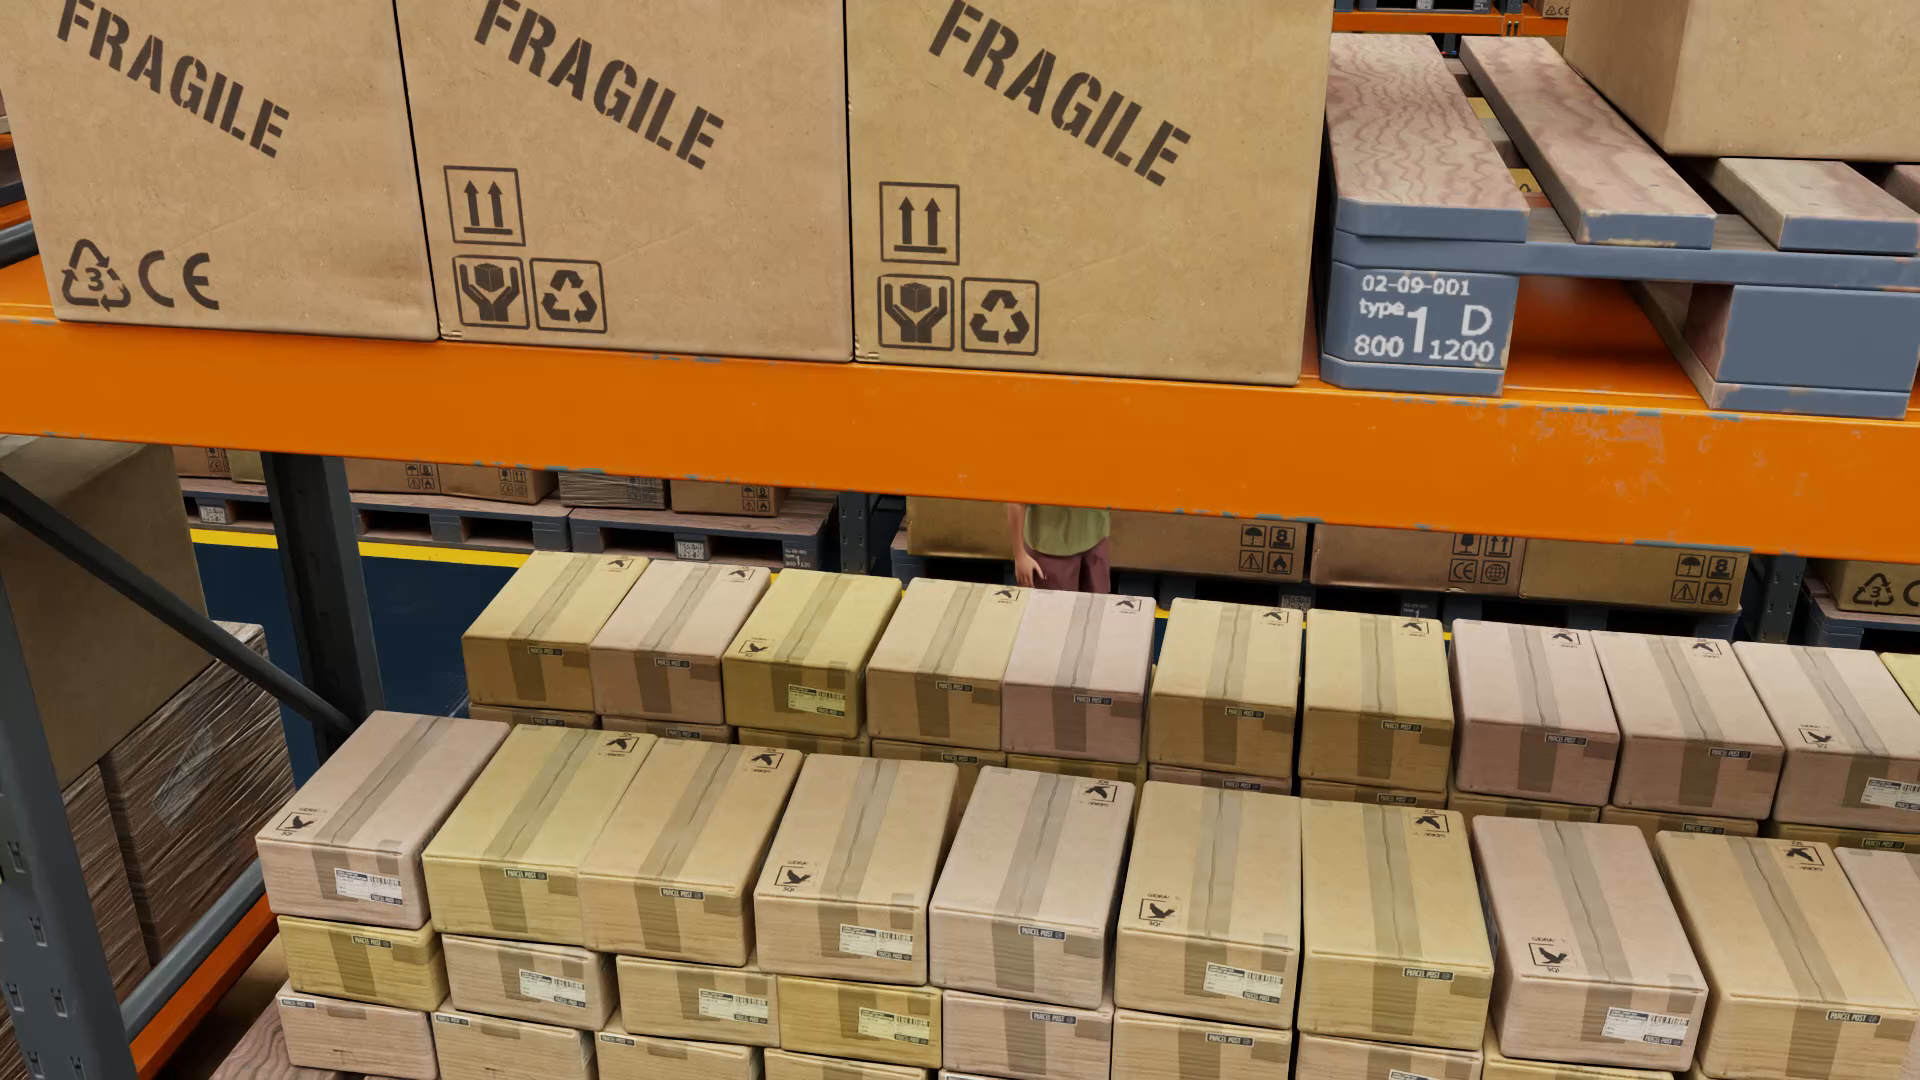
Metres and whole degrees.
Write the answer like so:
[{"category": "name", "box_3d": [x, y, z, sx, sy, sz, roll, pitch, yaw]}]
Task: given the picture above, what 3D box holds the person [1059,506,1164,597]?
[{"category": "person", "box_3d": [0.573, 0.072, 6.016, 0.466, 1.700, 0.376, -22, 33, -39]}]
